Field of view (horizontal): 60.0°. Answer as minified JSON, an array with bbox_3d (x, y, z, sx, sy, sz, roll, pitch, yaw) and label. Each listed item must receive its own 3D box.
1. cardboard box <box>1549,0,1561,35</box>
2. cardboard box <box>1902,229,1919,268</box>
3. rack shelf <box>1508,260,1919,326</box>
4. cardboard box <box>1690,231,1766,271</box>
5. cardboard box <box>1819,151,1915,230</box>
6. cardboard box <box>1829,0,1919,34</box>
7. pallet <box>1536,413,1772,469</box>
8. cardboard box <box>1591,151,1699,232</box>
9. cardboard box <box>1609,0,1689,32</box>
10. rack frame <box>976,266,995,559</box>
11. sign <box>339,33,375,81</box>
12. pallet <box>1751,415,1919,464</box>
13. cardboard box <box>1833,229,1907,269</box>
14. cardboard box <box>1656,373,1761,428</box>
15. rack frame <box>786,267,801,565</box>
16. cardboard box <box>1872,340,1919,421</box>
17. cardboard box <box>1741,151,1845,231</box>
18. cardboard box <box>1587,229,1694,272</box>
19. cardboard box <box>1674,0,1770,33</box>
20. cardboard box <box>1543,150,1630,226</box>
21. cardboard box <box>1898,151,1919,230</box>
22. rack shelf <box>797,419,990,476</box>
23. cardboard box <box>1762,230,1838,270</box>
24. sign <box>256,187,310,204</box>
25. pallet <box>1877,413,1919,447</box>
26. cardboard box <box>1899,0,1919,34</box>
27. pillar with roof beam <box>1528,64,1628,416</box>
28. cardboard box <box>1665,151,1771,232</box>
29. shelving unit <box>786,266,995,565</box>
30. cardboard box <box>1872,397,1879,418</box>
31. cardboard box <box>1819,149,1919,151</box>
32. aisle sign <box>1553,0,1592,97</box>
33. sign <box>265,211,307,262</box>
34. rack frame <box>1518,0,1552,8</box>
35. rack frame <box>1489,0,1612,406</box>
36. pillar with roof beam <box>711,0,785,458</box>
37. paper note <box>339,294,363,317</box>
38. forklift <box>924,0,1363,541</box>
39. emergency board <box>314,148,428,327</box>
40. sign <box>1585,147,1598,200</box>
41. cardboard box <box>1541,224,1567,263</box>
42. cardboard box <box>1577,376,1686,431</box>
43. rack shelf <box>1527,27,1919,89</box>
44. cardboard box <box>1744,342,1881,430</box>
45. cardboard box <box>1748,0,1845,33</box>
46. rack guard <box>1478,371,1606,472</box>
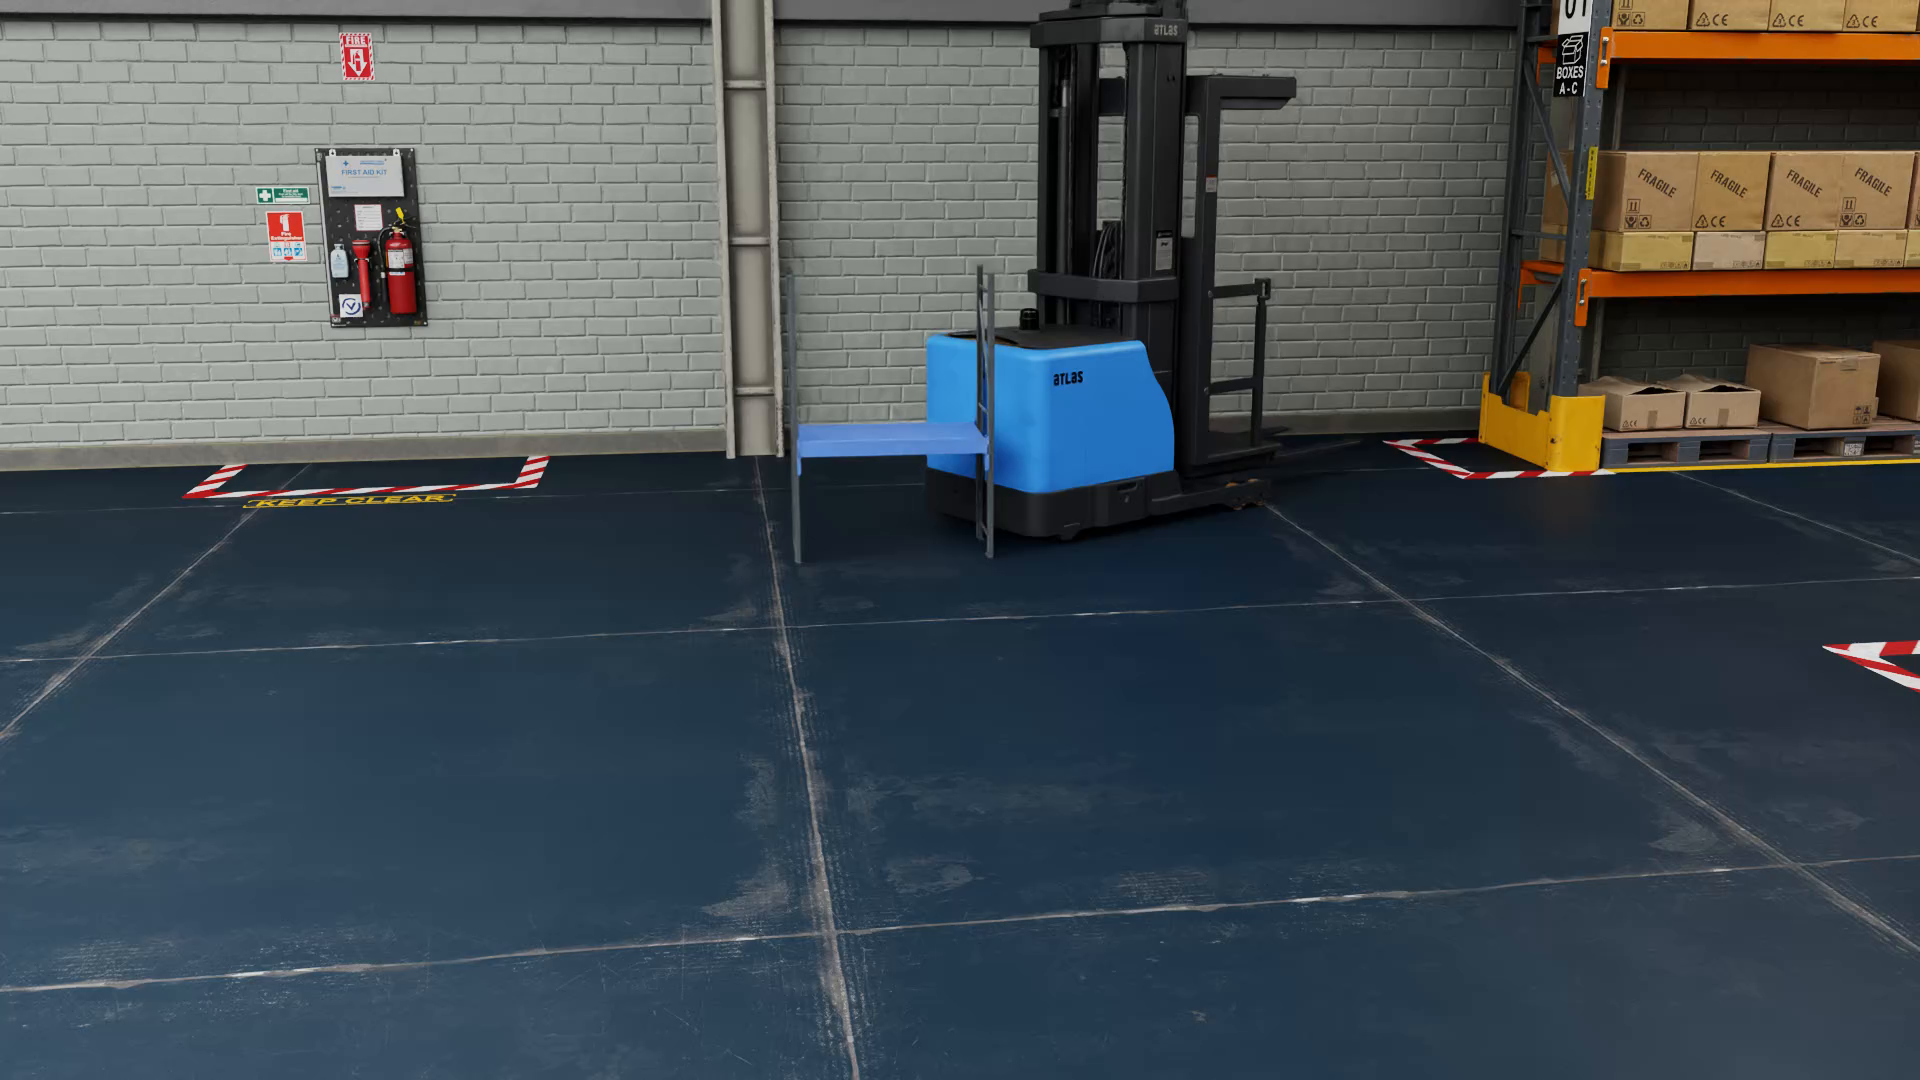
[{"bbox_3d":[4.312,-3.635,11.136,0.500,0.500,0.500,-1,14,-4],"label":"cardboard box"},{"bbox_3d":[6.480,-1.999,11.295,0.500,0.250,0.500,-2,14,-9],"label":"cardboard box"},{"bbox_3d":[5.915,-1.769,11.589,4.000,0.370,1.077,-2,14,-8],"label":"rack shelf"},{"bbox_3d":[4.978,-1.946,11.083,0.500,0.250,0.500,-3,14,-10],"label":"cardboard box"},{"bbox_3d":[5.965,-2.346,11.134,0.500,0.500,0.500,-2,14,-7],"label":"cardboard box"},{"bbox_3d":[5.881,-3.566,10.861,0.500,0.500,0.500,-1,14,-5],"label":"cardboard box"},{"bbox_3d":[4.821,-0.717,11.646,1.213,0.211,1.003,-2,14,-8],"label":"pallet"},{"bbox_3d":[4.454,-2.291,10.918,0.500,0.500,0.500,-2,14,-8],"label":"cardboard box"},{"bbox_3d":[4.305,-3.511,10.641,0.500,0.500,0.500,-2,14,-7],"label":"cardboard box"},{"bbox_3d":[0.133,-0.688,8.881,0.032,1.500,0.500,-2,14,-7],"label":"rack frame"},{"bbox_3d":[-3.905,-3.129,10.768,0.199,0.298,0.001,-2,14,-8],"label":"sign"},{"bbox_3d":[6.025,-0.760,11.819,1.213,0.211,1.003,-2,14,-8],"label":"pallet"},{"bbox_3d":[5.983,-1.981,11.222,0.500,0.250,0.500,-2,14,-8],"label":"cardboard box"},{"bbox_3d":[5.199,-0.979,11.582,0.500,0.311,0.500,-1,14,-4],"label":"cardboard box"},{"bbox_3d":[-0.877,-0.659,8.766,0.032,1.500,0.500,-2,14,-7],"label":"rack frame"},{"bbox_3d":[6.872,-1.144,11.852,0.500,0.500,0.500,-3,14,-13],"label":"cardboard box"},{"bbox_3d":[5.456,-2.324,11.048,0.500,0.500,0.500,-3,14,-10],"label":"cardboard box"},{"bbox_3d":[4.467,-1.924,10.994,0.500,0.250,0.500,-3,14,-10],"label":"cardboard box"},{"bbox_3d":[4.842,-3.522,10.685,0.500,0.500,0.500,-1,14,-5],"label":"cardboard box"},{"bbox_3d":[4.372,-2.415,11.409,0.500,0.500,0.500,-2,14,-9],"label":"cardboard box"},{"bbox_3d":[6.479,-2.365,11.210,0.500,0.500,0.500,-3,14,-10],"label":"cardboard box"},{"bbox_3d":[-0.372,-0.499,8.867,1.000,0.185,0.538,-2,14,-7],"label":"rack shelf"},{"bbox_3d":[5.483,-1.963,11.151,0.500,0.250,0.500,-2,14,-9],"label":"cardboard box"},{"bbox_3d":[-4.438,-2.258,10.898,0.331,0.109,0.001,-2,14,-8],"label":"sign"},{"bbox_3d":[7.234,-0.805,11.998,1.213,0.211,1.003,-2,14,-8],"label":"pallet"},{"bbox_3d":[6.386,-3.581,10.923,0.500,0.500,0.500,-3,14,-11],"label":"cardboard box"},{"bbox_3d":[5.142,-4.153,7.284,0.400,9.000,9.100,-2,14,-8],"label":"pillar with roof beam"},{"bbox_3d":[4.944,-2.307,10.979,0.500,0.500,0.500,-2,14,-8],"label":"cardboard box"},{"bbox_3d":[-0.372,-0.673,8.823,1.048,1.500,0.538,-2,14,-7],"label":"shelving unit"},{"bbox_3d":[6.308,-0.968,11.872,0.250,0.149,0.380,-3,14,-13],"label":"cardboard box"},{"bbox_3d":[6.391,-2.490,11.709,0.500,0.500,0.500,-2,14,-7],"label":"cardboard box"},{"bbox_3d":[3.911,-3.232,10.598,0.004,0.787,0.394,-2,14,-8],"label":"aisle sign"},{"bbox_3d":[-4.444,-2.003,10.970,0.234,0.329,0.001,-2,14,-8],"label":"sign"},{"bbox_3d":[3.937,-4.956,10.482,0.127,3.000,1.000,-2,14,-8],"label":"rack frame"},{"bbox_3d":[3.937,-2.046,11.212,0.127,3.000,1.000,-2,14,-8],"label":"rack frame"},{"bbox_3d":[-0.791,-3.936,6.417,0.400,9.000,9.100,-2,14,-8],"label":"pillar with roof beam"},{"bbox_3d":[-4.067,-1.564,11.103,0.142,0.148,0.016,-2,14,-8],"label":"paper note"},{"bbox_3d":[1.257,-1.687,9.923,3.031,2.935,1.130,-11,18,-38],"label":"forklift"},{"bbox_3d":[-3.882,-1.981,10.956,0.643,1.169,0.194,-2,14,-8],"label":"emergency board"},{"bbox_3d":[4.018,-2.335,10.587,0.005,0.325,0.100,-2,14,-8],"label":"sign"},{"bbox_3d":[4.371,-2.046,11.482,0.500,0.250,0.500,-2,14,-7],"label":"cardboard box"},{"bbox_3d":[4.635,-0.958,11.499,0.500,0.311,0.500,-4,15,-15],"label":"cardboard box"},{"bbox_3d":[5.915,-3.224,11.224,4.000,0.370,1.077,-2,14,-8],"label":"rack shelf"},{"bbox_3d":[5.931,-1.085,11.617,0.500,0.500,0.700,-3,14,-12],"label":"cardboard box"},{"bbox_3d":[5.354,-3.541,10.763,0.500,0.500,0.500,-1,14,-6],"label":"cardboard box"},{"bbox_3d":[4.012,-0.836,11.527,0.348,0.500,1.175,-2,14,-8],"label":"rack guard"}]
